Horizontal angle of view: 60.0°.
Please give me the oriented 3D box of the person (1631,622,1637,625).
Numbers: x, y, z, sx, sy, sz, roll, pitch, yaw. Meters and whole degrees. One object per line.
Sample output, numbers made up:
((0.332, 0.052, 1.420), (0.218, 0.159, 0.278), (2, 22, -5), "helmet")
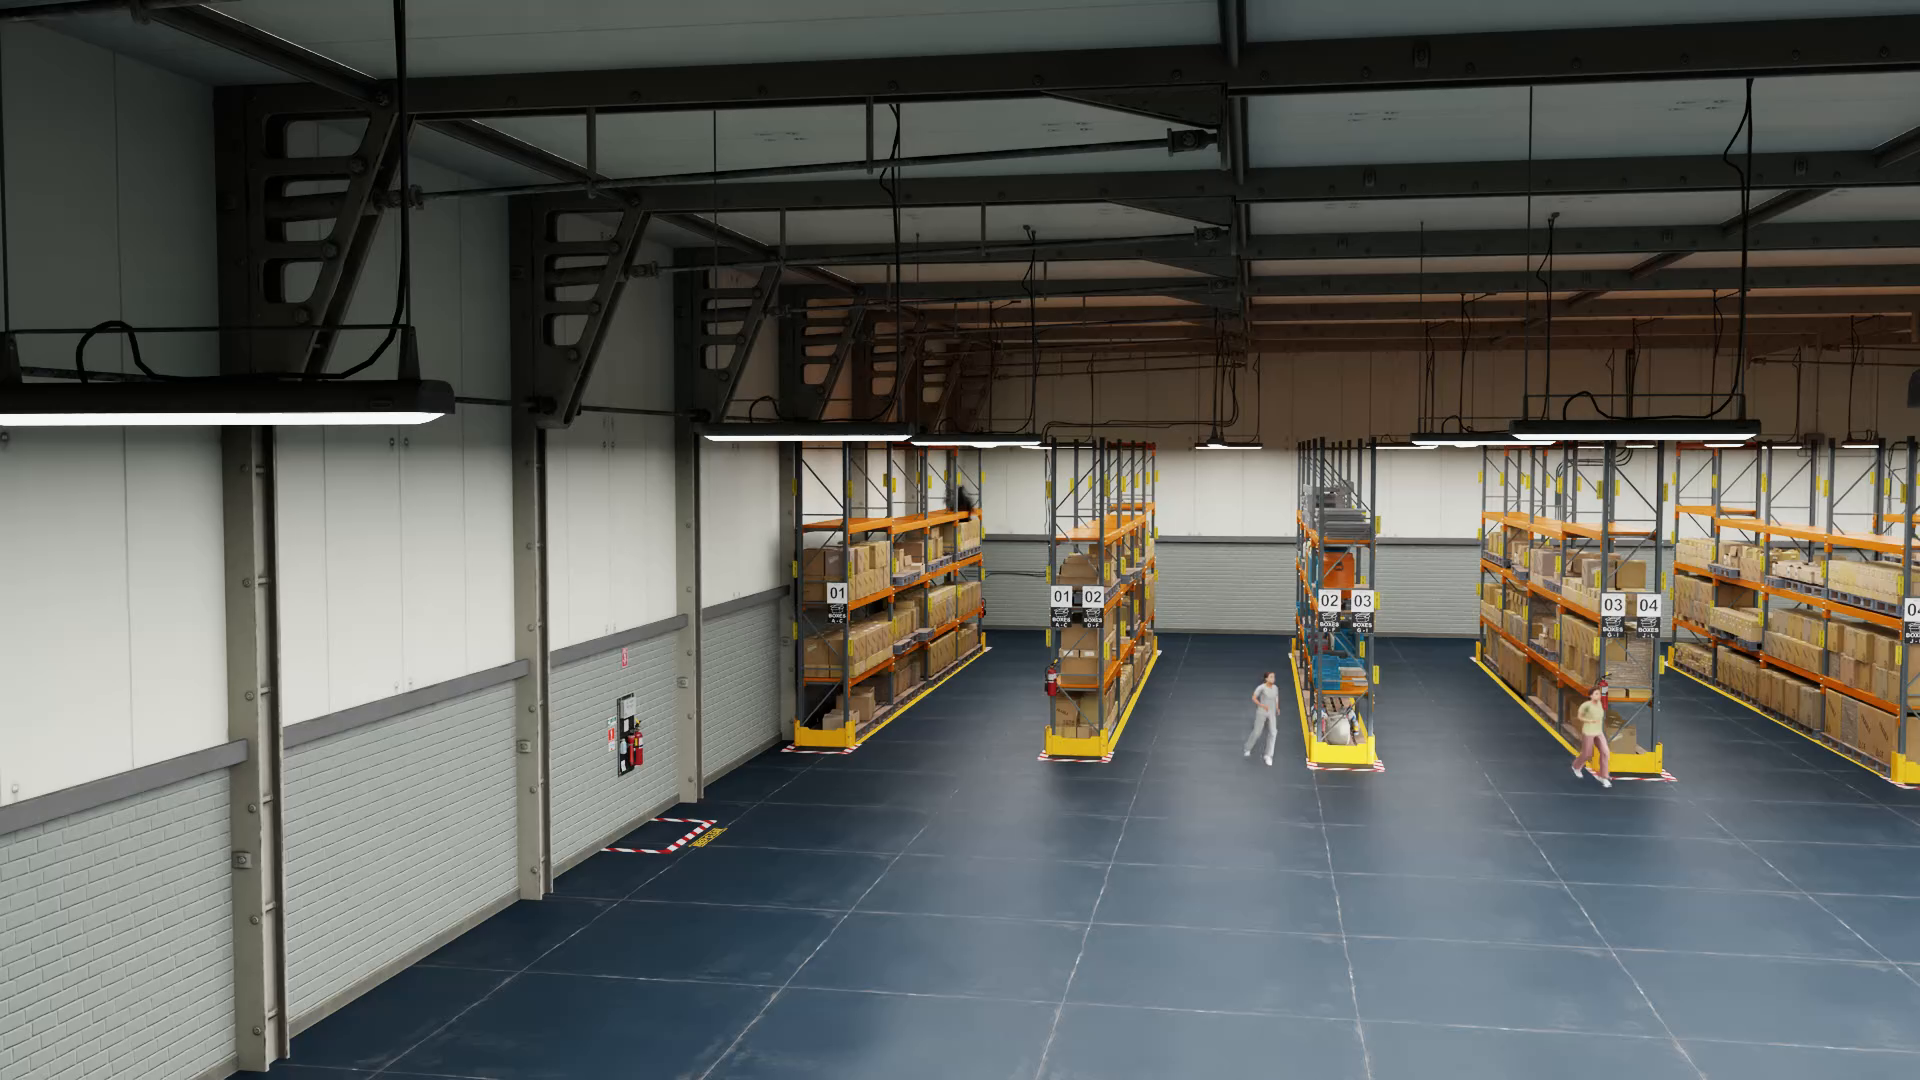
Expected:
((17.425, 2.603, 42.565), (0.700, 1.744, 0.658), (1, 3, 17), "person")

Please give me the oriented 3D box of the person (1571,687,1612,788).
((10.913, 3.365, 28.738), (0.608, 1.674, 0.944), (-1, 3, -16), "person")

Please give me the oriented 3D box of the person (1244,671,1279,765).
((5.686, 3.262, 30.832), (0.643, 1.685, 0.844), (-1, 3, -17), "person")
